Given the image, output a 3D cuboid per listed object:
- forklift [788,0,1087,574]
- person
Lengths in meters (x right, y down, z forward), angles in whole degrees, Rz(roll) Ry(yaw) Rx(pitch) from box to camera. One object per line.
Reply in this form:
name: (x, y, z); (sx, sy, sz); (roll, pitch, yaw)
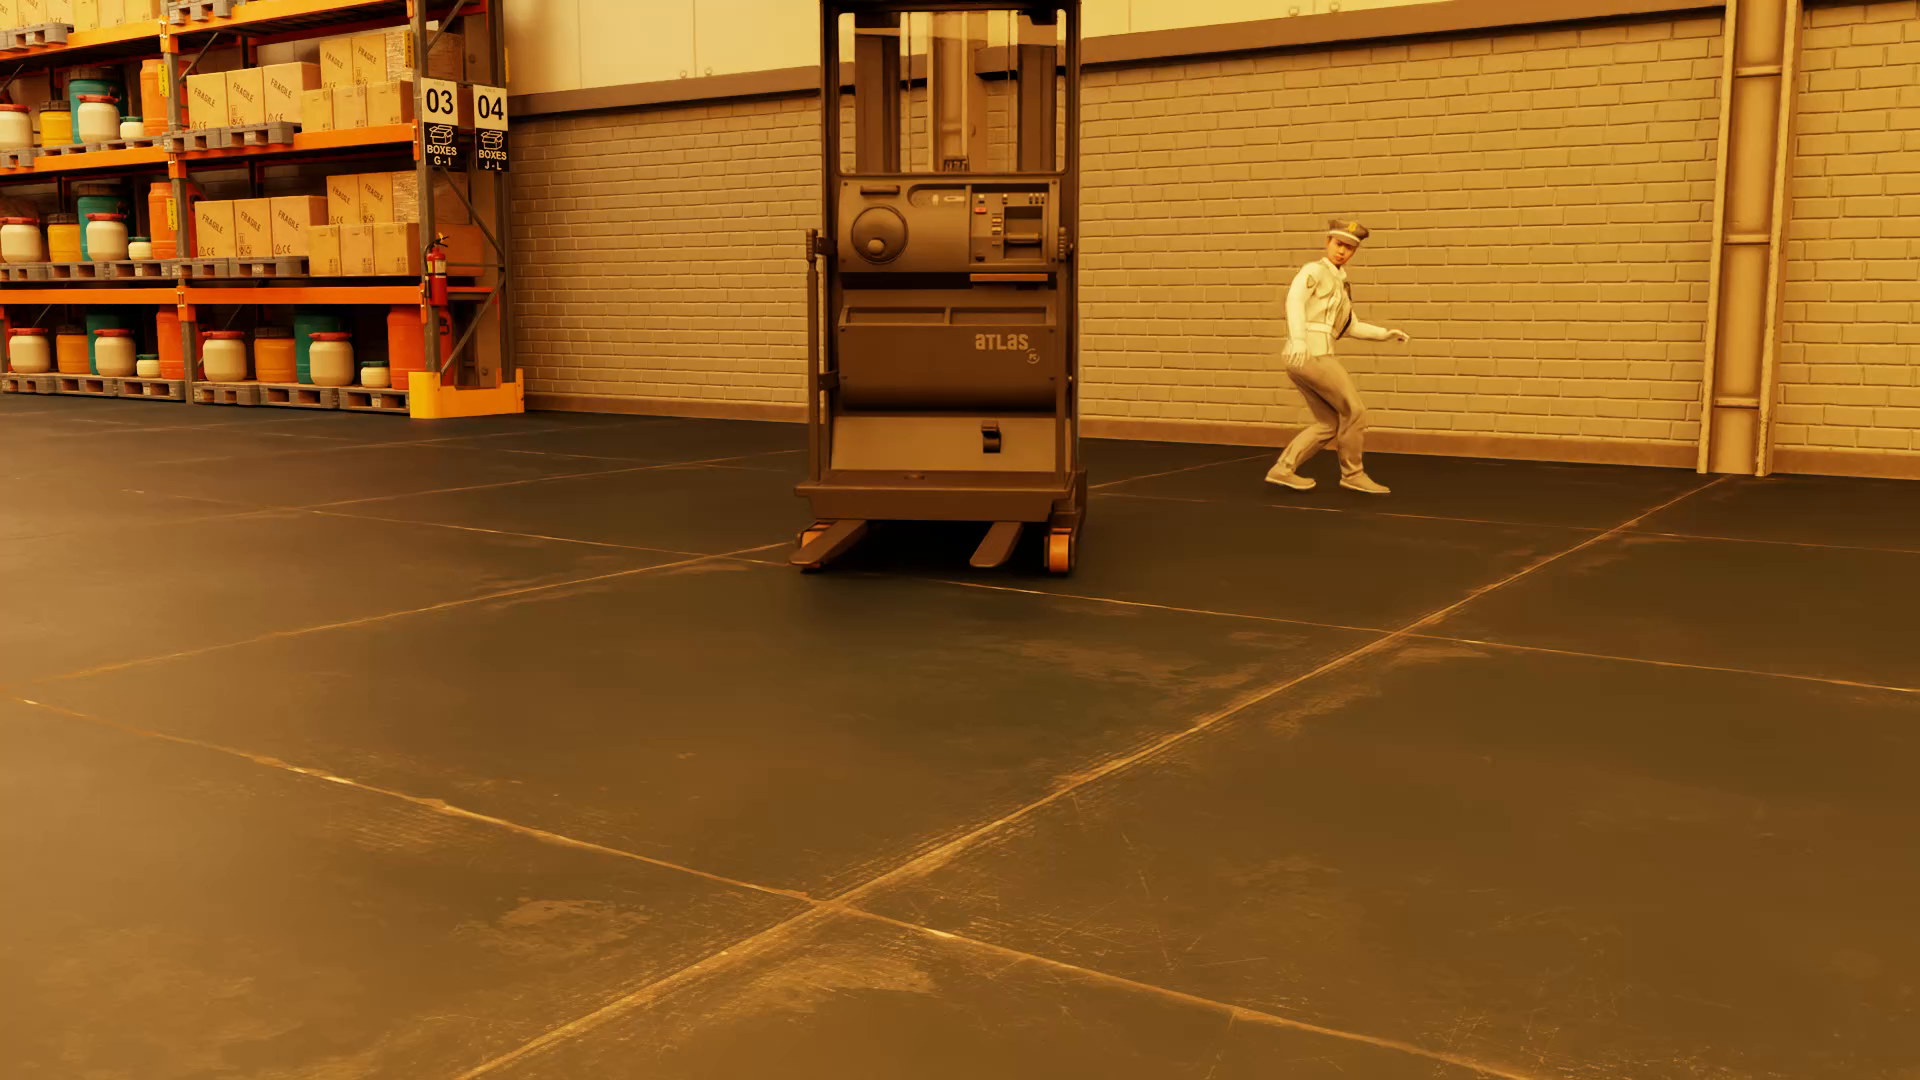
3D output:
forklift: (-0.067, -1.362, 6.772); (1.130, 2.935, 3.031); (1, 8, 6)
person: (2.123, -1.010, 9.318); (0.777, 1.563, 0.742); (1, 8, 9)
